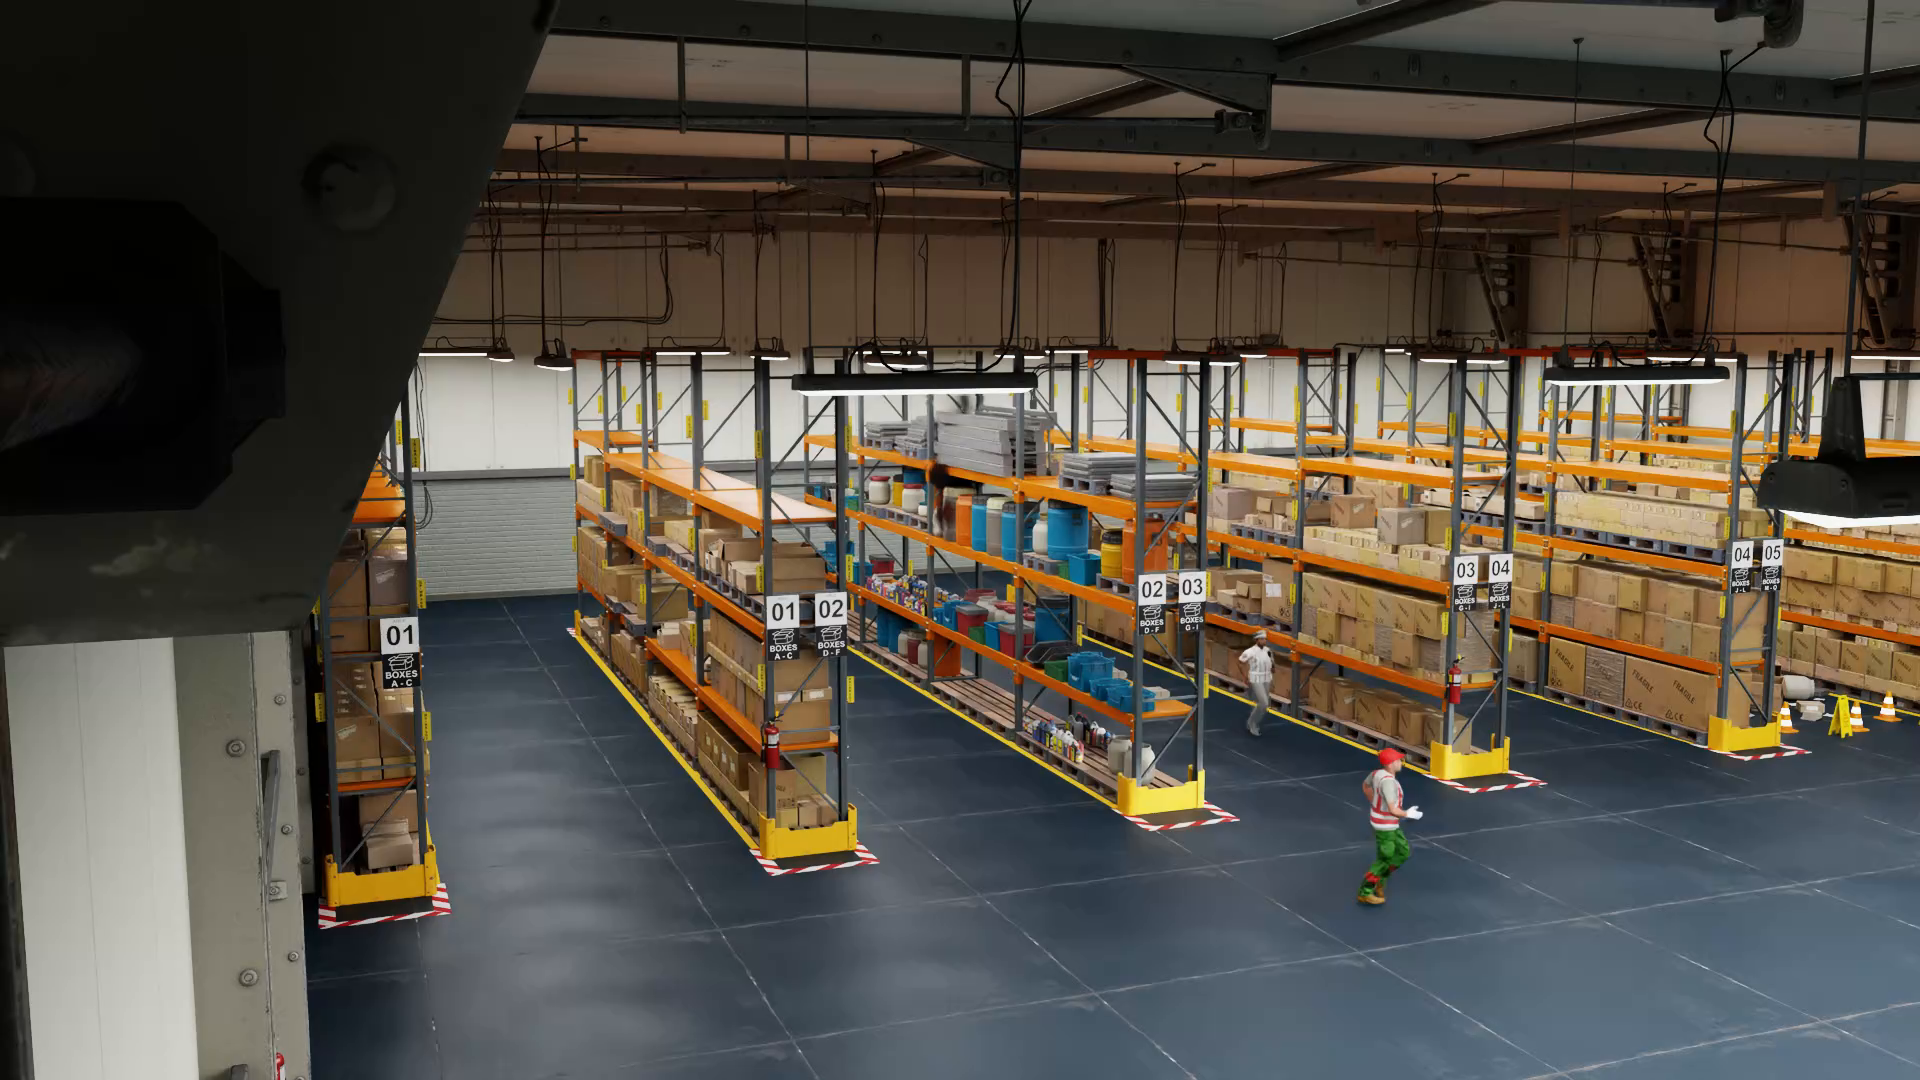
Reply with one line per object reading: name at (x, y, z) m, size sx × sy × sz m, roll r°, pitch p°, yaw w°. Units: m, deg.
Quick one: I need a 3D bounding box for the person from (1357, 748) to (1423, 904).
person at (4.765, 3.174, 18.430) m, size 0.676 × 1.785 × 0.686 m, roll 1°, pitch 7°, yaw 8°

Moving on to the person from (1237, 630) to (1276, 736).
person at (4.722, 2.242, 26.113) m, size 0.545 × 1.686 × 0.657 m, roll -4°, pitch 8°, yaw -31°
